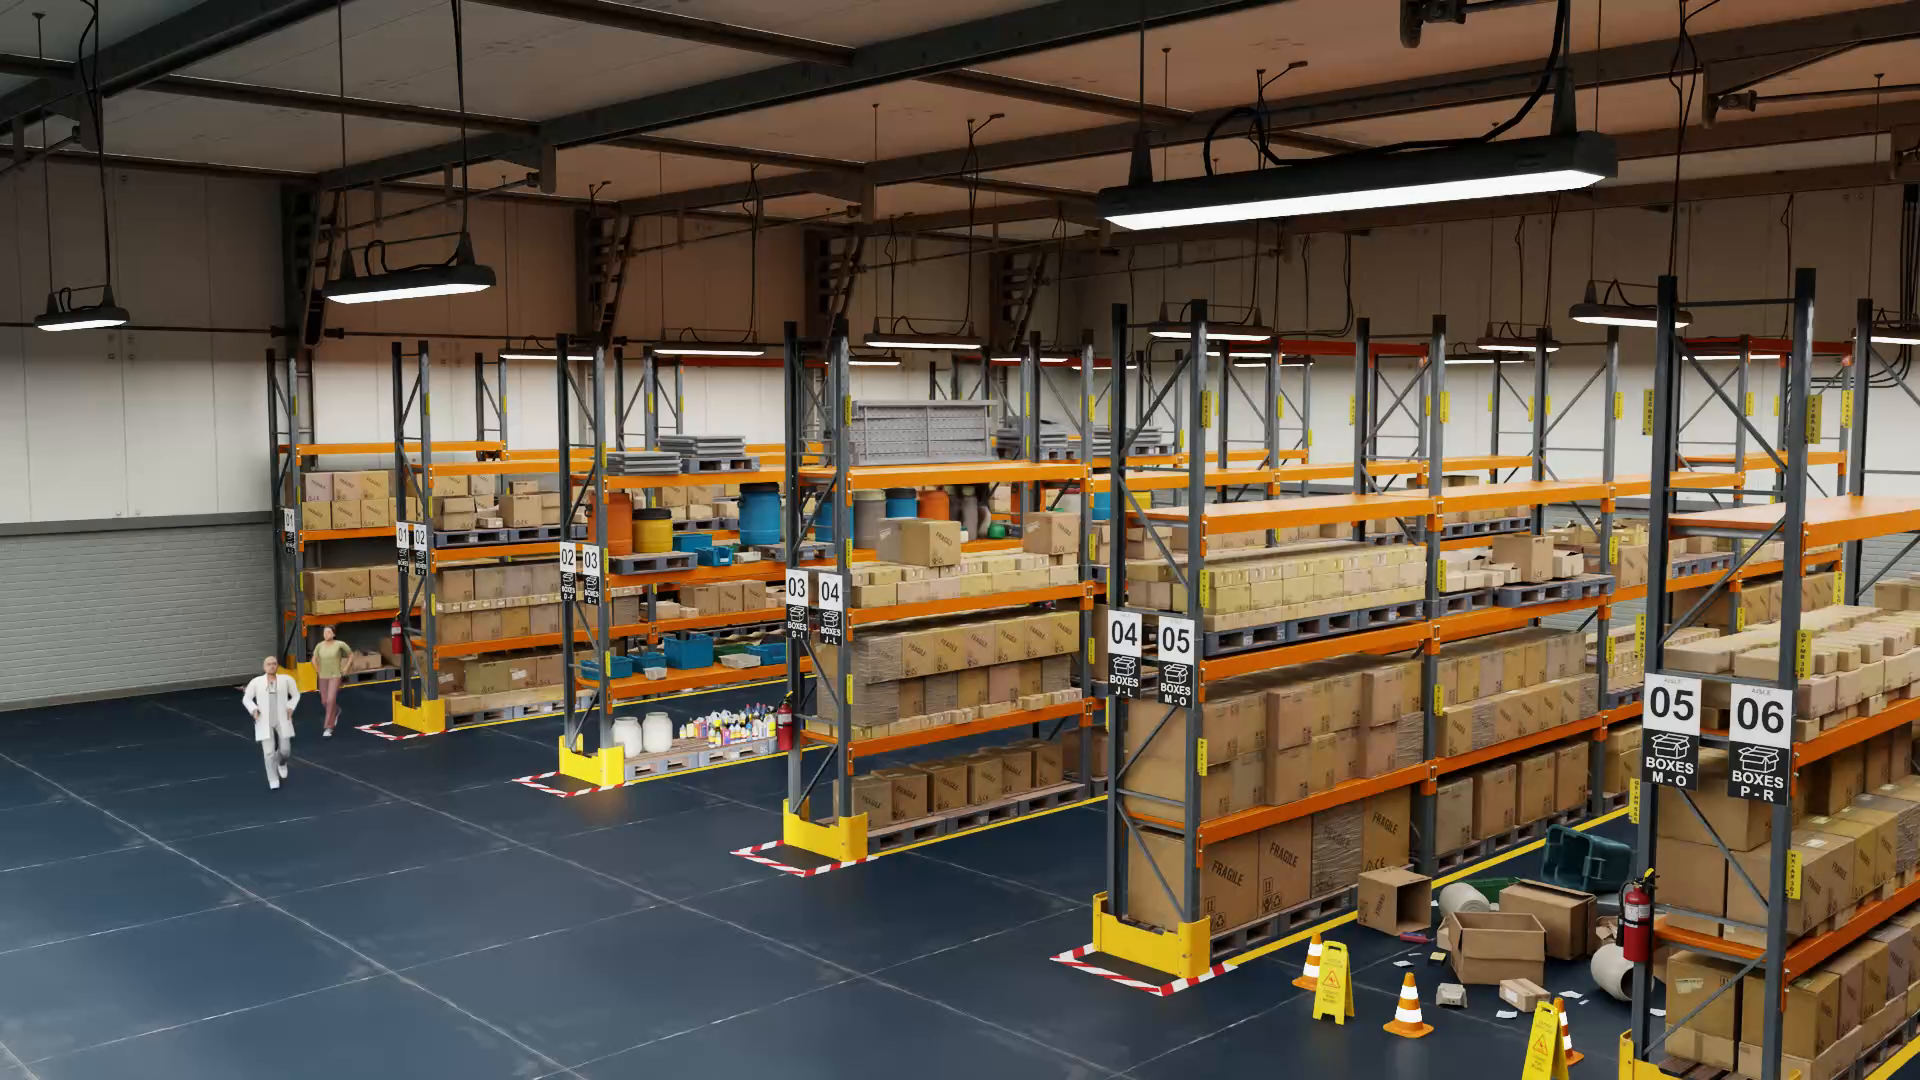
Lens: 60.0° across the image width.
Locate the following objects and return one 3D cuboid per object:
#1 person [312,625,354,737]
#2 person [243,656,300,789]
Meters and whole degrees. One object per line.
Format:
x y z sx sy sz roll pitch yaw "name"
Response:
-9.651 2.126 25.575 0.600 1.679 0.821 0 5 0 "person"
-9.091 2.398 21.993 0.707 1.724 0.668 -2 5 -26 "person"
